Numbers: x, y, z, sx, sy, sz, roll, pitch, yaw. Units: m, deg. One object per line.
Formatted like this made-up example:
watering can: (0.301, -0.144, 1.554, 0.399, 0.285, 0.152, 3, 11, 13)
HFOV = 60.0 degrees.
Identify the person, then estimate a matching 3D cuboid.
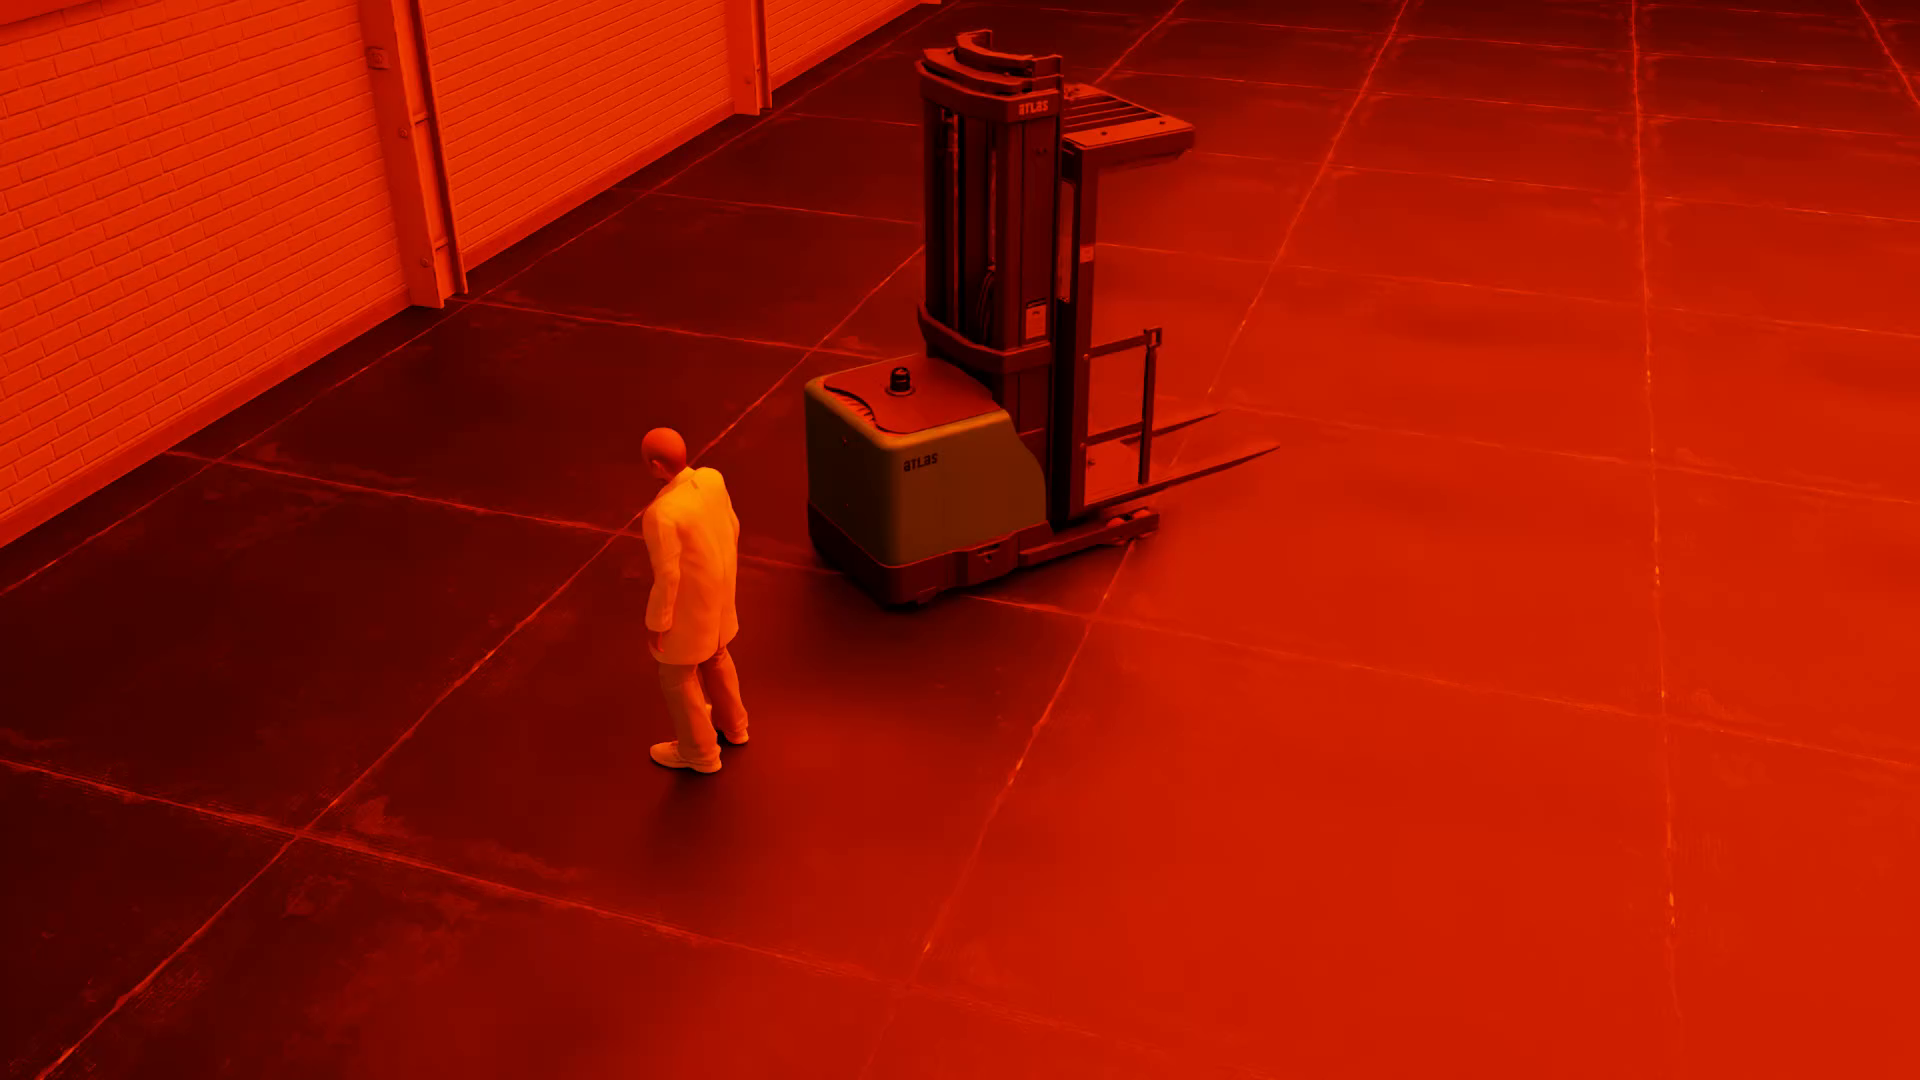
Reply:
person: (-1.266, 0.281, 7.813, 0.428, 1.772, 0.644, 15, 33, 24)

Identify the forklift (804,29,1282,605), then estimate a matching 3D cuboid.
forklift: (0.616, -1.443, 9.668, 3.031, 2.935, 1.130, -17, 34, -27)
